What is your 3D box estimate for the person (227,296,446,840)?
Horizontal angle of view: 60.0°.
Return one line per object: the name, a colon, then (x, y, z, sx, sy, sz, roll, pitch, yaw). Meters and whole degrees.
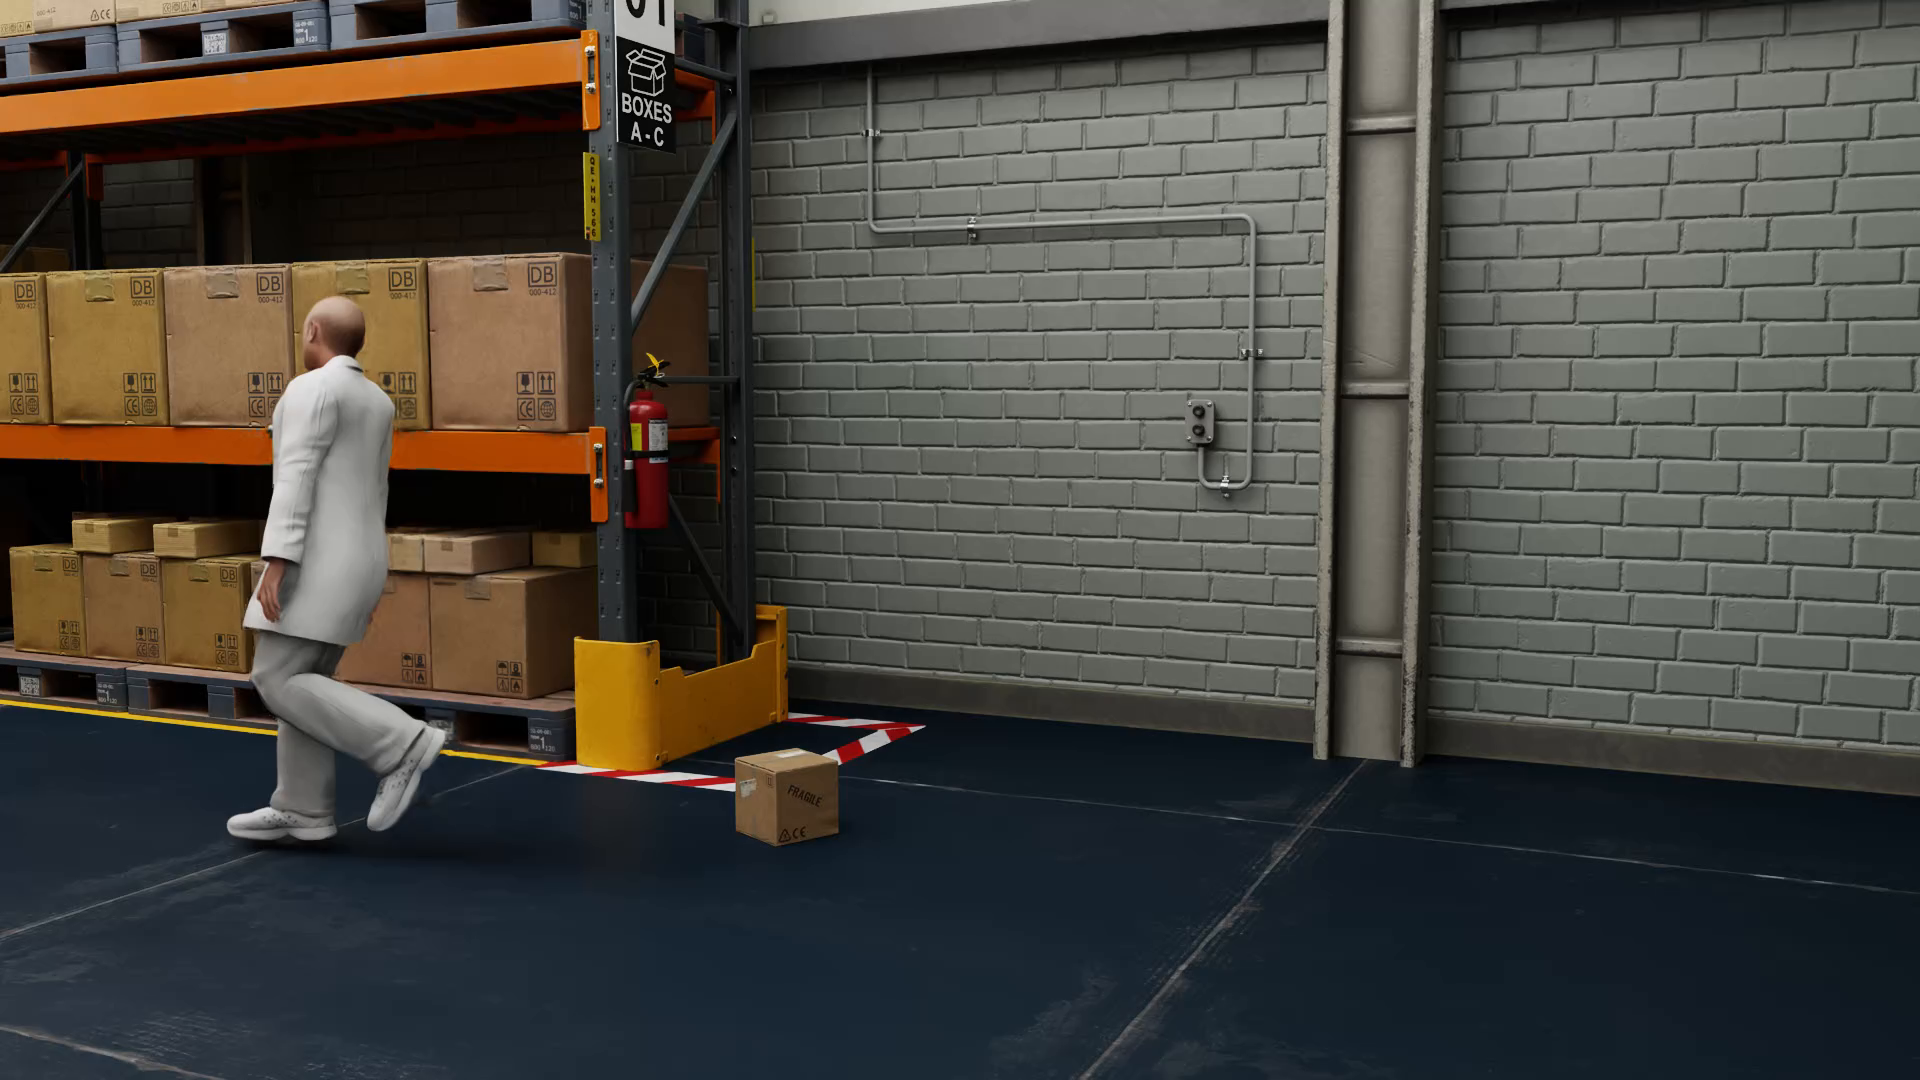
person: (-2.000, 0.091, 5.358, 0.762, 1.750, 0.681, 1, 5, 5)
